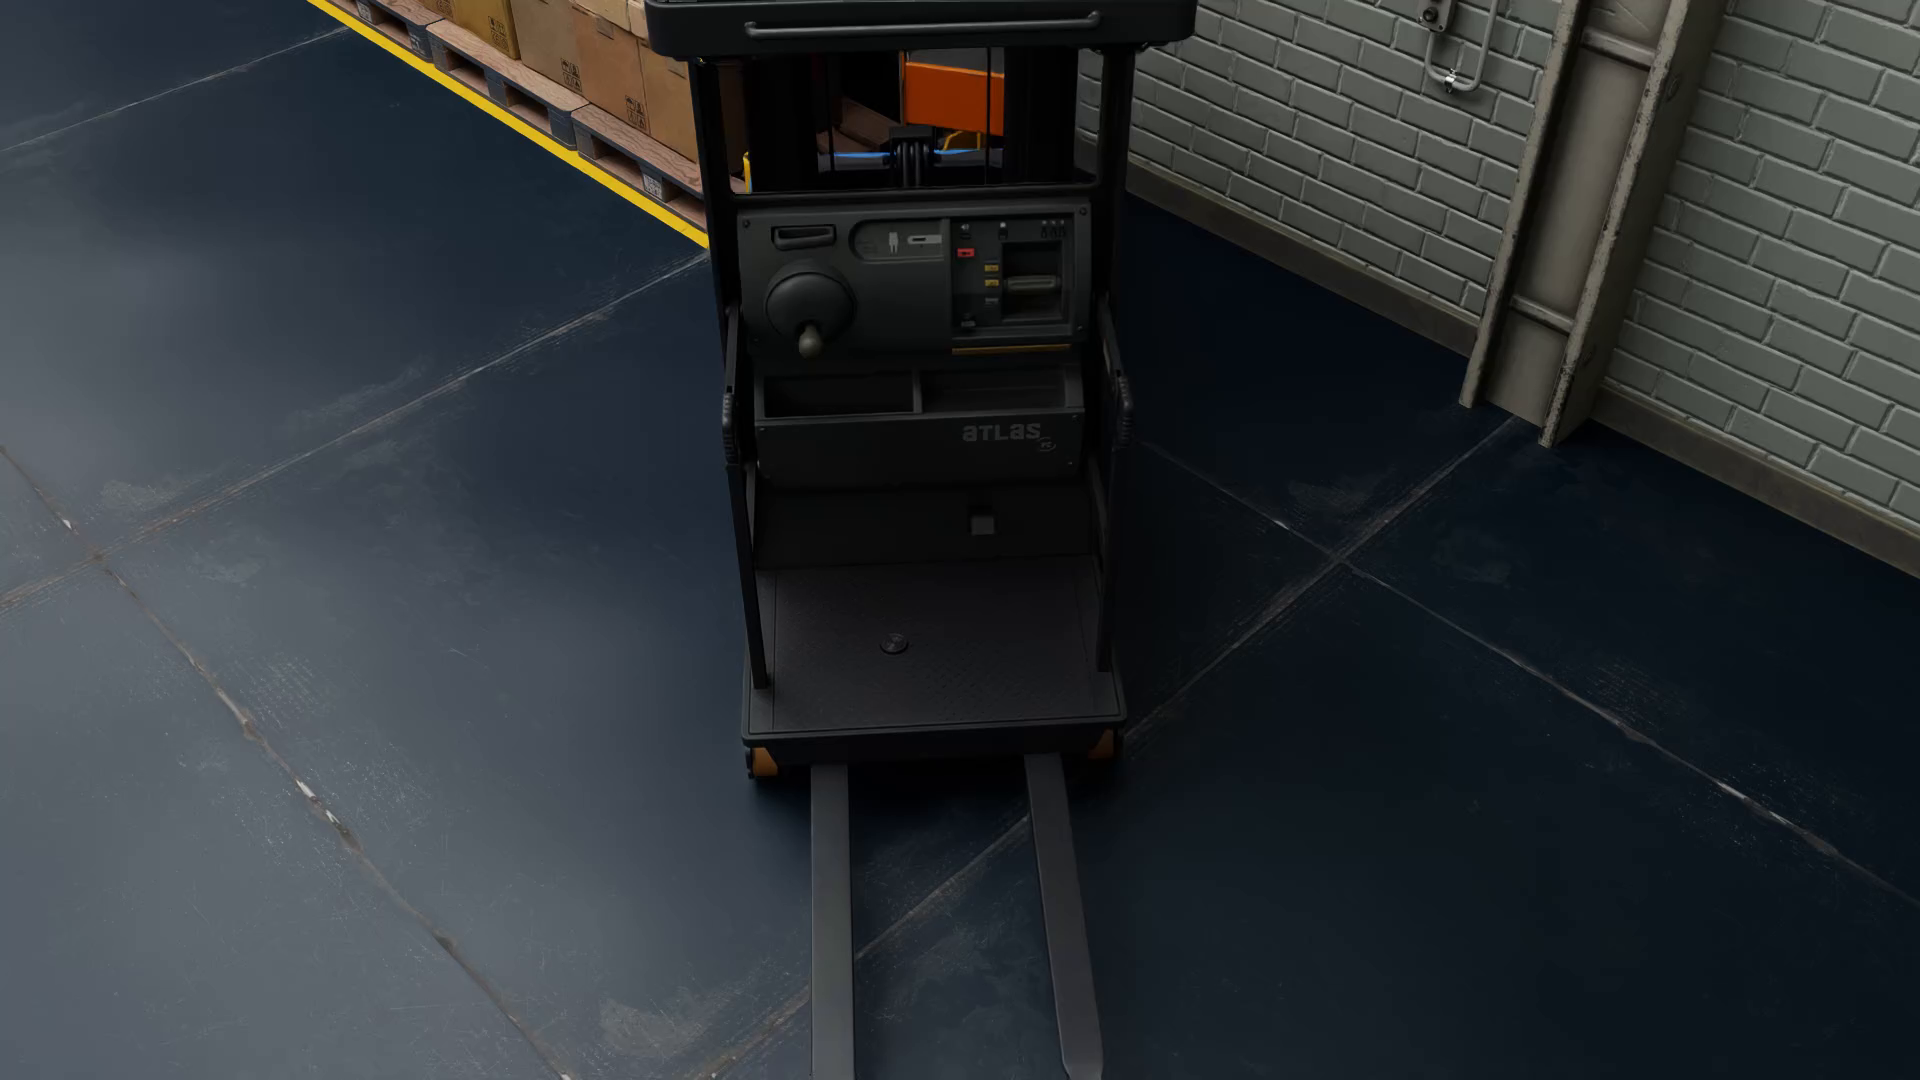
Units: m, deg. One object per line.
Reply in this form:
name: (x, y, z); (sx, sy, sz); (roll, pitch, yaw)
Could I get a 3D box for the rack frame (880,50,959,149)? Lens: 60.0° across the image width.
rack frame: (-0.380, -2.486, 6.230); (1.000, 3.000, 0.127); (-34, 53, -31)

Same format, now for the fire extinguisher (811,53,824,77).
fire extinguisher: (-0.600, -2.027, 6.065); (0.296, 0.674, 0.183); (-34, 53, -31)

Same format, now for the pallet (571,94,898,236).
pallet: (-1.000, -1.809, 7.552); (1.003, 0.211, 1.213); (-34, 53, -31)

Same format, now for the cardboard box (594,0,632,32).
cardboard box: (-1.346, -2.346, 7.133); (0.380, 0.149, 0.250); (-33, 52, -30)

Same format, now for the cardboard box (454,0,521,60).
cardboard box: (-2.036, -2.745, 8.043); (0.700, 0.500, 0.500); (-33, 52, -30)

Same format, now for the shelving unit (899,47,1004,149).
shelving unit: (0.090, -1.554, 5.884); (0.503, 2.100, 0.431); (11, 44, 12)

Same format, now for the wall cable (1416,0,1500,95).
wall cable: (1.194, -2.697, 5.710); (0.084, 1.984, 1.851); (-34, 53, -31)

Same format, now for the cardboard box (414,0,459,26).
cardboard box: (-2.397, -2.993, 8.311); (0.500, 0.500, 0.700); (34, 52, 31)

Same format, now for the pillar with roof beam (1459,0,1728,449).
pillar with roof beam: (-0.909, -1.743, 1.006); (9.100, 9.000, 0.400); (-34, 53, -31)

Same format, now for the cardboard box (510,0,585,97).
cardboard box: (-1.654, -2.493, 7.770); (0.500, 0.500, 0.700); (32, 52, 30)

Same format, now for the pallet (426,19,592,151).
pallet: (-1.858, -2.395, 8.186); (1.003, 0.211, 1.213); (-34, 53, -31)

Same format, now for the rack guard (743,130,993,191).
rack guard: (-0.363, -1.557, 7.066); (1.175, 0.500, 0.348); (-34, 53, -31)

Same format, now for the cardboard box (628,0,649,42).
cardboard box: (-1.165, -2.223, 7.000); (0.250, 0.149, 0.380); (34, 52, 31)

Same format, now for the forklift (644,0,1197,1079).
forklift: (-0.099, -0.606, 4.246); (1.130, 2.935, 3.031); (-3, 43, -3)

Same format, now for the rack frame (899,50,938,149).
rack frame: (-0.145, -1.600, 5.933); (0.015, 2.100, 0.400); (11, 44, 12)

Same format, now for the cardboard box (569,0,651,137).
cardboard box: (-1.299, -2.251, 7.508); (0.500, 0.500, 0.700); (34, 53, 31)

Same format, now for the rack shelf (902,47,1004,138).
rack shelf: (0.090, -1.544, 5.893); (0.480, 0.518, 0.431); (11, 44, 12)

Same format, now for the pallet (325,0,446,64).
pallet: (-2.723, -2.981, 8.821); (1.003, 0.211, 1.213); (-34, 53, -31)

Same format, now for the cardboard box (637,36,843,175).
cardboard box: (-0.945, -2.011, 7.248); (0.700, 0.500, 0.500); (-34, 53, -31)
